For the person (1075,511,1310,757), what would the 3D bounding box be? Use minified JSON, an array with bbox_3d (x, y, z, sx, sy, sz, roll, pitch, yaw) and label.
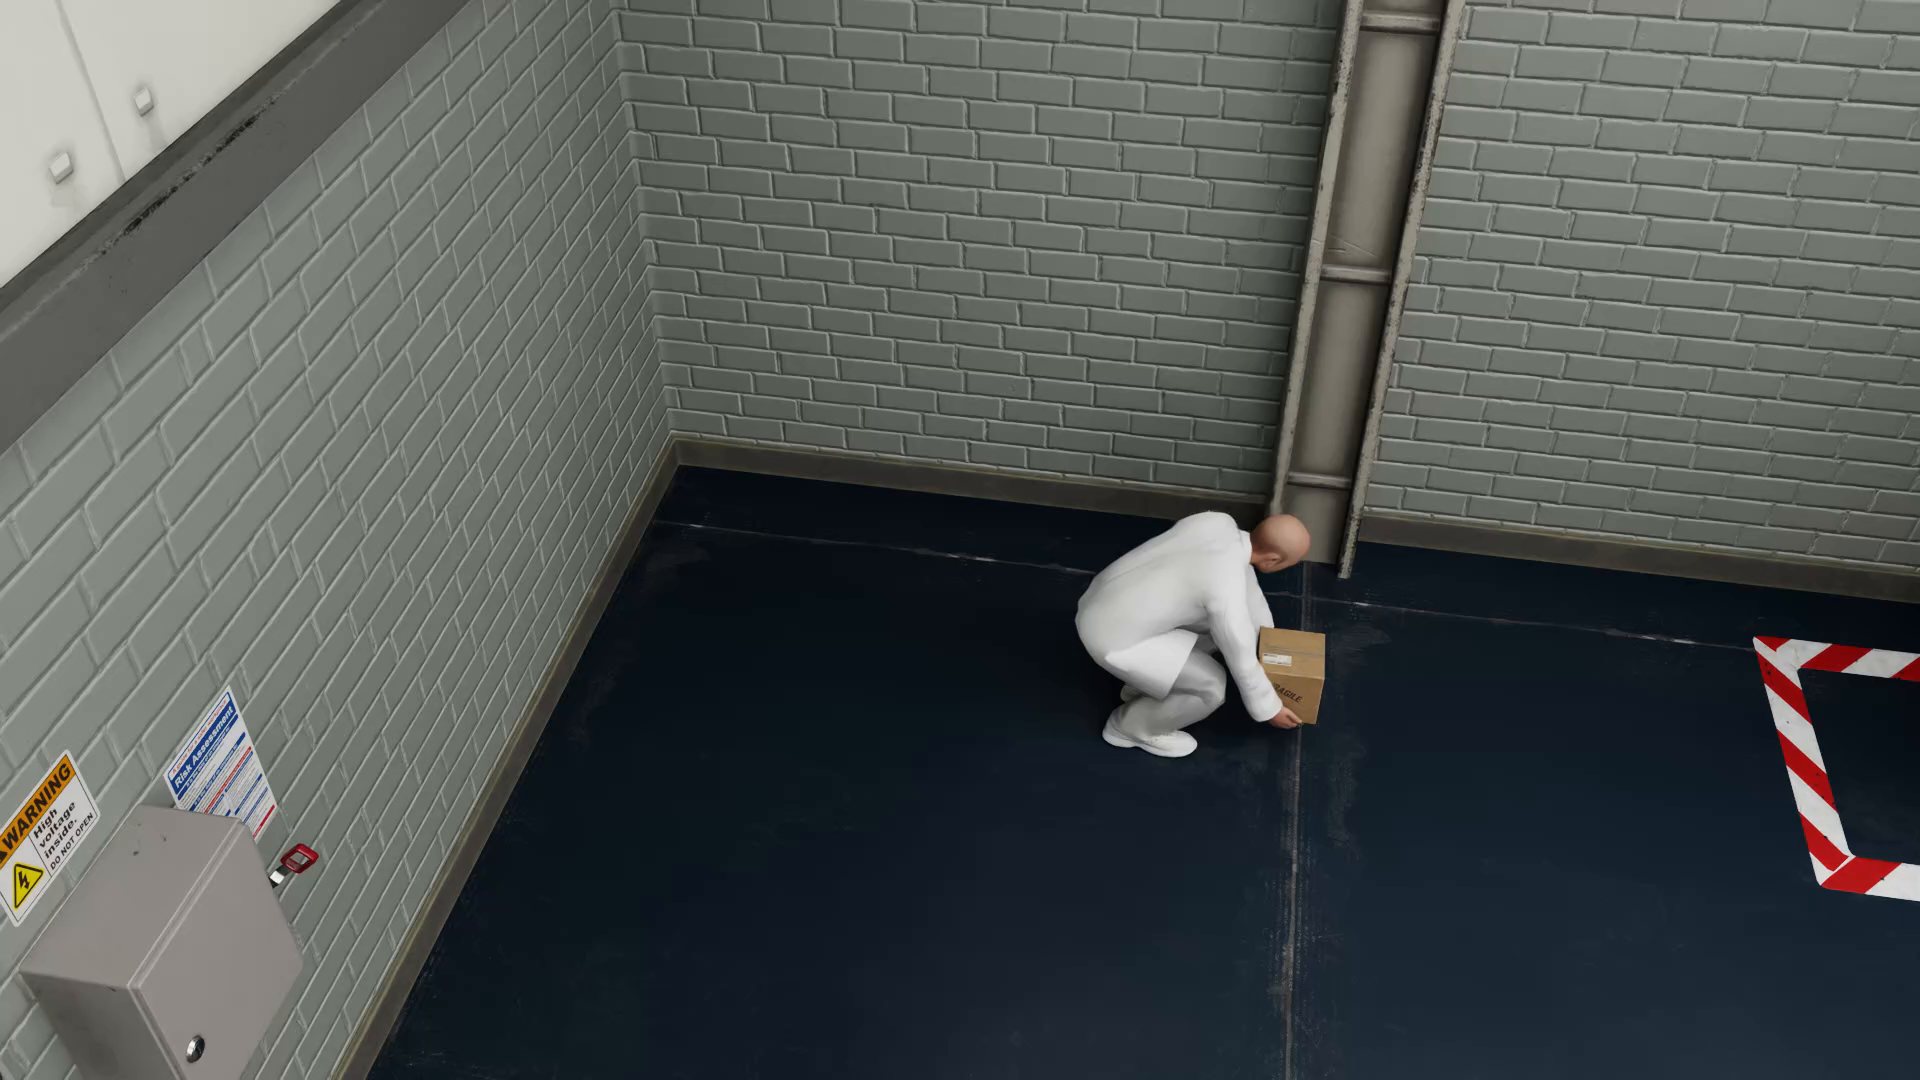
[{"bbox_3d":[0.891,0.322,6.355,0.895,1.046,0.612,6,40,8],"label":"person"}]
